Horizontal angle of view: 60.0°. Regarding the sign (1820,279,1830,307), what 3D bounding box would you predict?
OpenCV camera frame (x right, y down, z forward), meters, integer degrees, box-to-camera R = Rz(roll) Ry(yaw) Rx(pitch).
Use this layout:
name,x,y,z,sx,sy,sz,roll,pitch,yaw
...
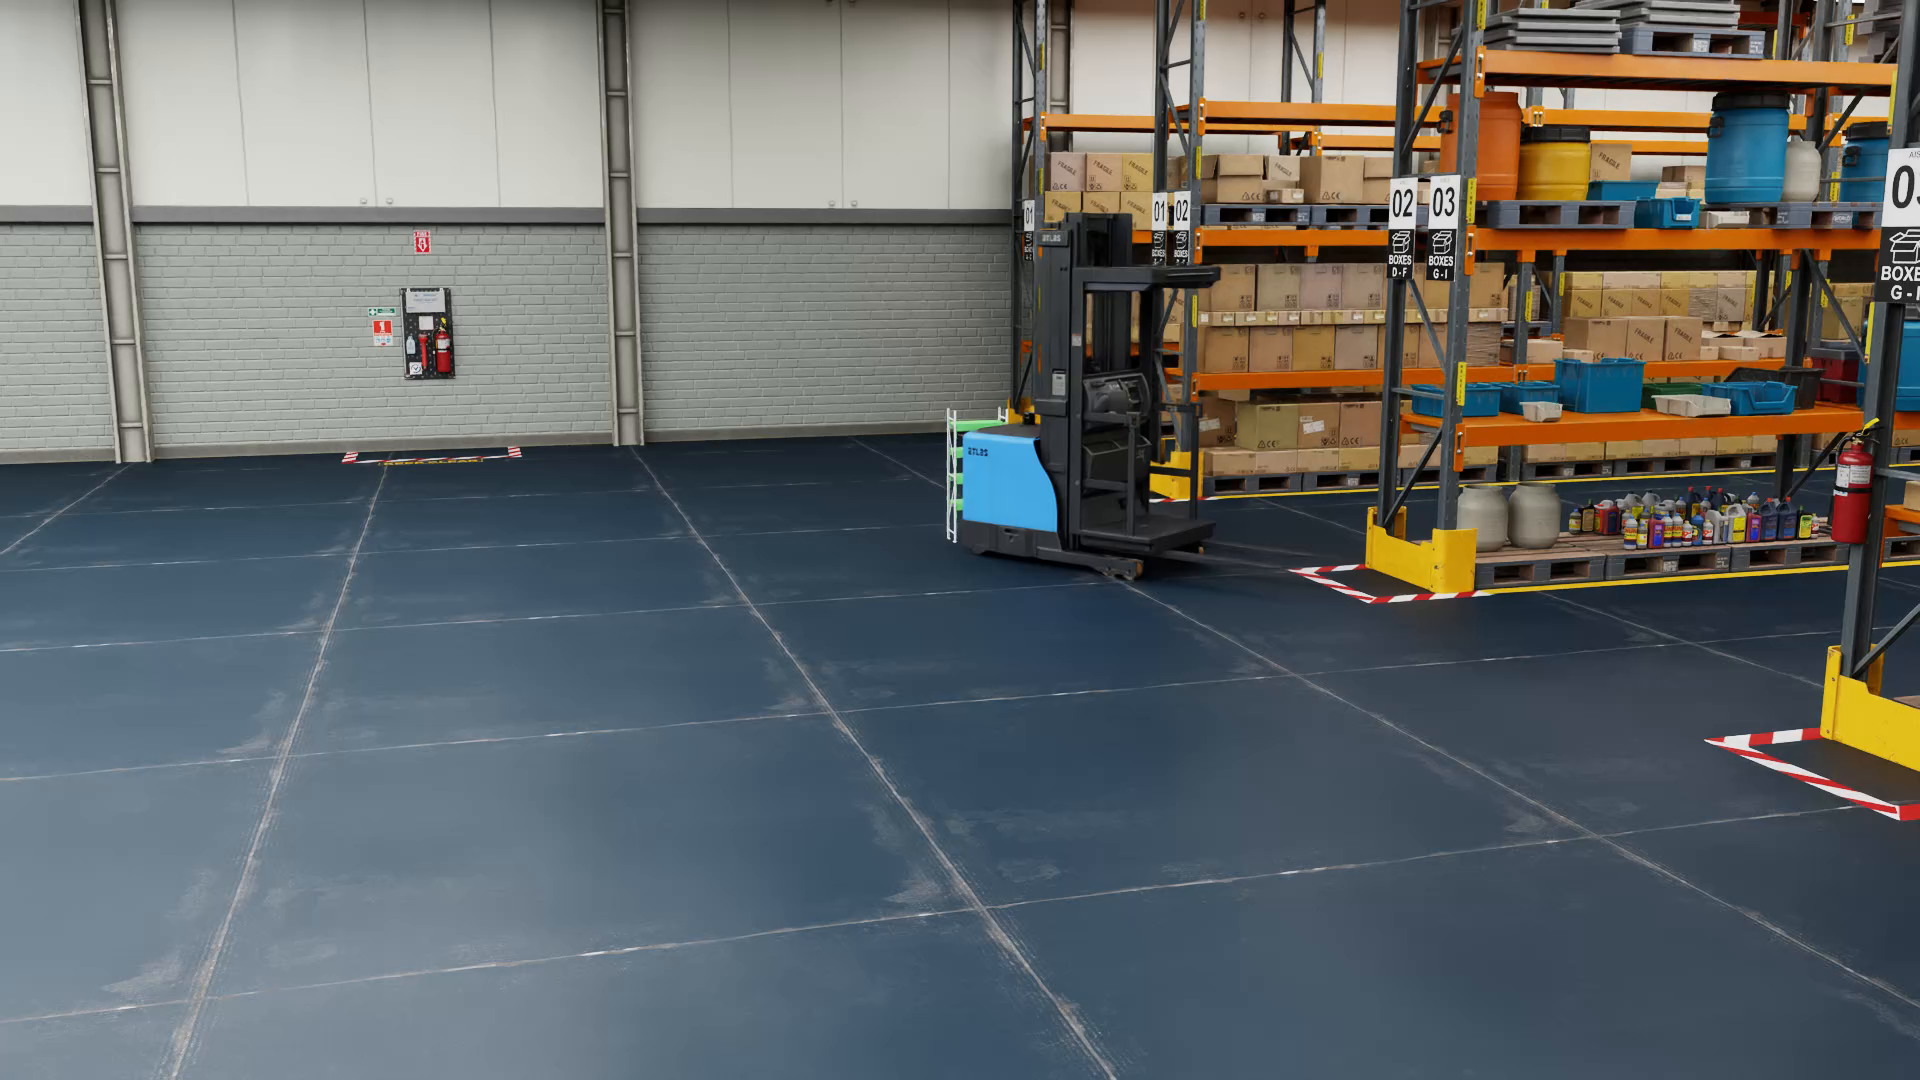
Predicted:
name,x,y,z,sx,sy,sz,roll,pitch,yaw
sign,10.130,-2.891,19.471,0.005,0.325,0.100,-3,11,-16

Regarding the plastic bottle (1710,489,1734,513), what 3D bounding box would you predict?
name,x,y,z,sx,sy,sz,roll,pitch,yaw
plastic bottle,6.661,-0.274,14.555,0.185,0.351,0.144,-3,11,-16

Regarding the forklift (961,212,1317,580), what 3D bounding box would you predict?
name,x,y,z,sx,sy,sz,roll,pitch,yaw
forklift,1.481,-1.224,13.805,3.031,2.935,1.130,8,13,37

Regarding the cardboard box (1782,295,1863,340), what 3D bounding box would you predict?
name,x,y,z,sx,sy,sz,roll,pitch,yaw
cardboard box,10.545,-2.725,20.332,0.500,0.500,0.700,-7,13,-35

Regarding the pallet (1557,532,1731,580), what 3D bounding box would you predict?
name,x,y,z,sx,sy,sz,roll,pitch,yaw
pallet,5.682,0.106,14.090,1.213,0.211,1.003,-3,11,-16

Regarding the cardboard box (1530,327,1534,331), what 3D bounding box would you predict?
name,x,y,z,sx,sy,sz,roll,pitch,yaw
cardboard box,8.825,-3.226,25.128,0.250,0.149,0.380,-3,11,-15

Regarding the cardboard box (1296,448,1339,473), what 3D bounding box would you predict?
name,x,y,z,sx,sy,sz,roll,pitch,yaw
cardboard box,3.827,-0.907,18.327,0.500,0.250,0.500,-3,11,-16

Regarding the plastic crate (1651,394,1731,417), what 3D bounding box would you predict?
name,x,y,z,sx,sy,sz,roll,pitch,yaw
plastic crate,6.024,-1.098,13.660,0.437,0.136,0.530,-3,11,-16

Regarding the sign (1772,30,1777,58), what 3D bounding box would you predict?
name,x,y,z,sx,sy,sz,roll,pitch,yaw
sign,9.811,-5.961,19.974,0.005,0.325,0.100,-3,11,-16

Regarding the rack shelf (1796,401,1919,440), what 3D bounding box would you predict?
name,x,y,z,sx,sy,sz,roll,pitch,yaw
rack shelf,9.432,-1.102,14.936,4.000,0.370,1.077,-3,11,-16

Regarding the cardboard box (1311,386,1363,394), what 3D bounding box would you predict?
name,x,y,z,sx,sy,sz,roll,pitch,yaw
cardboard box,5.445,-2.104,24.081,0.500,0.500,0.700,-3,11,-14

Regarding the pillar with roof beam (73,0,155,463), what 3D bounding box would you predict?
name,x,y,z,sx,sy,sz,roll,pitch,yaw
pillar with roof beam,-8.986,-4.655,15.679,0.400,9.000,9.100,-3,11,-16

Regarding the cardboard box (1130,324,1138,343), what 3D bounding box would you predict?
name,x,y,z,sx,sy,sz,roll,pitch,yaw
cardboard box,2.445,-2.833,22.714,0.500,0.250,0.500,-3,11,-17

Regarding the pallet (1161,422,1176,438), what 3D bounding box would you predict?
name,x,y,z,sx,sy,sz,roll,pitch,yaw
pallet,2.935,-1.603,23.372,1.213,0.211,1.003,-3,11,-16

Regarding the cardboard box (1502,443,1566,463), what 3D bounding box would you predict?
name,x,y,z,sx,sy,sz,roll,pitch,yaw
cardboard box,6.588,-1.047,19.088,0.500,0.250,0.500,-3,11,-17

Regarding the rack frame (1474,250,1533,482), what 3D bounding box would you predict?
name,x,y,z,sx,sy,sz,roll,pitch,yaw
rack frame,6.131,-2.216,19.000,0.127,3.000,1.000,-3,11,-16

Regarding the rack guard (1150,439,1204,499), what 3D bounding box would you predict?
name,x,y,z,sx,sy,sz,roll,pitch,yaw
rack guard,2.268,-0.783,18.120,0.348,0.500,1.175,-3,11,-16

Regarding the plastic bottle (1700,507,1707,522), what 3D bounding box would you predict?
name,x,y,z,sx,sy,sz,roll,pitch,yaw
plastic bottle,6.293,-0.137,13.996,0.133,0.283,0.061,-3,11,-16

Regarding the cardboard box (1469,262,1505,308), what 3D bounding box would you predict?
name,x,y,z,sx,sy,sz,roll,pitch,yaw
cardboard box,5.707,-2.879,18.746,0.500,0.500,0.700,-3,11,-16

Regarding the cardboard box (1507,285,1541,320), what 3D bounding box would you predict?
name,x,y,z,sx,sy,sz,roll,pitch,yaw
cardboard box,8.135,-3.519,24.589,0.500,0.500,0.700,-4,11,-23

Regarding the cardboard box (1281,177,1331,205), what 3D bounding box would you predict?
name,x,y,z,sx,sy,sz,roll,pitch,yaw
cardboard box,3.856,-3.852,18.305,0.500,0.311,0.500,-2,11,-9

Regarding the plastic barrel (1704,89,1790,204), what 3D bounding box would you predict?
name,x,y,z,sx,sy,sz,roll,pitch,yaw
plastic barrel,6.527,-3.251,13.794,0.708,0.901,0.600,-3,11,-16

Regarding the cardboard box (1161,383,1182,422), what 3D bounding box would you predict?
name,x,y,z,sx,sy,sz,roll,pitch,yaw
cardboard box,2.858,-1.938,23.180,0.500,0.500,0.700,-4,11,-20

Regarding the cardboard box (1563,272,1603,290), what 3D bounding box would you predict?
name,x,y,z,sx,sy,sz,roll,pitch,yaw
cardboard box,9.119,-3.833,24.560,0.500,0.250,0.500,-3,11,-15

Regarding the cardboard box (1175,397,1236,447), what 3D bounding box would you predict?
name,x,y,z,sx,sy,sz,roll,pitch,yaw
cardboard box,2.722,-1.315,18.472,0.500,0.500,0.500,-3,11,-16

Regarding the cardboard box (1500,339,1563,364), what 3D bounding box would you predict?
name,x,y,z,sx,sy,sz,roll,pitch,yaw
cardboard box,6.592,-2.174,19.190,0.500,0.250,0.500,-2,11,-12

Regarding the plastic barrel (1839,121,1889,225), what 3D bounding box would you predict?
name,x,y,z,sx,sy,sz,roll,pitch,yaw
plastic barrel,7.940,-3.140,14.349,0.708,0.901,0.600,-3,11,-16

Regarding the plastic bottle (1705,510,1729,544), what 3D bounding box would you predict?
name,x,y,z,sx,sy,sz,roll,pitch,yaw
plastic bottle,6.323,-0.115,13.897,0.135,0.276,0.152,-3,11,-15

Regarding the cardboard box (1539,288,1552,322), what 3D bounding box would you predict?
name,x,y,z,sx,sy,sz,roll,pitch,yaw
cardboard box,8.964,-3.554,25.117,0.500,0.500,0.500,-3,11,-16

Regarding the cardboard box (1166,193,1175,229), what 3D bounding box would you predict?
name,x,y,z,sx,sy,sz,roll,pitch,yaw
cardboard box,2.825,-4.461,22.578,0.500,0.500,0.500,-2,11,-12

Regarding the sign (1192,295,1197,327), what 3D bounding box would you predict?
name,x,y,z,sx,sy,sz,roll,pitch,yaw
sign,2.440,-2.381,17.289,0.005,0.325,0.100,-3,11,-16

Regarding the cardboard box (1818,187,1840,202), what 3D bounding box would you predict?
name,x,y,z,sx,sy,sz,roll,pitch,yaw
cardboard box,10.381,-3.970,19.971,0.500,0.500,0.910,-3,11,-16

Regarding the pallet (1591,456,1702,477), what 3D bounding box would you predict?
name,x,y,z,sx,sy,sz,roll,pitch,yaw
pallet,8.001,-0.951,19.831,1.213,0.211,1.003,-3,11,-16

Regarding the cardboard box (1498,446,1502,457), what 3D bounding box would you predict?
name,x,y,z,sx,sy,sz,roll,pitch,yaw
cardboard box,6.448,-1.141,19.599,0.500,0.250,0.500,-3,11,-16

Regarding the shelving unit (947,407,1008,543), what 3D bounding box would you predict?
name,x,y,z,sx,sy,sz,roll,pitch,yaw
shelving unit,0.159,-0.598,15.187,0.503,1.200,0.258,-3,11,-16

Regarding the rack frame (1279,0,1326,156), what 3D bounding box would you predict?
name,x,y,z,sx,sy,sz,roll,pitch,yaw
rack frame,4.743,-6.027,23.133,0.127,3.000,1.000,-3,11,-16

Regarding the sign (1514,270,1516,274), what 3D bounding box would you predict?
name,x,y,z,sx,sy,sz,roll,pitch,yaw
sign,8.425,-3.945,25.194,0.005,0.325,0.100,-3,11,-16

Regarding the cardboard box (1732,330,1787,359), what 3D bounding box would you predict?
name,x,y,z,sx,sy,sz,roll,pitch,yaw
cardboard box,9.610,-2.363,20.049,0.500,0.311,0.500,-2,11,-12

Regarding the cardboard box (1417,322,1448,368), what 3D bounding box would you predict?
name,x,y,z,sx,sy,sz,roll,pitch,yaw
cardboard box,5.202,-2.213,18.712,0.500,0.500,0.700,-3,11,-17

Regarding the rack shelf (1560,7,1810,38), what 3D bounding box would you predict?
name,x,y,z,sx,sy,sz,roll,pitch,yaw
rack shelf,10.504,-7.611,24.547,4.000,0.370,1.077,-3,11,-16

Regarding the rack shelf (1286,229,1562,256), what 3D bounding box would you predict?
name,x,y,z,sx,sy,sz,roll,pitch,yaw
rack shelf,6.663,-4.299,24.020,4.000,0.370,1.077,-3,11,-16

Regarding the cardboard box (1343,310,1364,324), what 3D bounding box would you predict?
name,x,y,z,sx,sy,sz,roll,pitch,yaw
cardboard box,4.204,-2.441,18.159,0.250,0.149,0.380,-3,11,-15

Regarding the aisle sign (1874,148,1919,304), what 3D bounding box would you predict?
name,x,y,z,sx,sy,sz,roll,pitch,yaw
aisle sign,4.913,-1.618,8.576,0.004,0.787,0.394,-3,11,-16

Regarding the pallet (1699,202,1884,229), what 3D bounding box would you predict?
name,x,y,z,sx,sy,sz,roll,pitch,yaw
pallet,6.847,-2.683,13.777,1.003,0.211,1.213,-3,11,-16

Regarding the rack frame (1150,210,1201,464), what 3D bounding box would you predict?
name,x,y,z,sx,sy,sz,roll,pitch,yaw
rack frame,2.291,-2.013,17.900,0.127,3.000,1.000,-3,11,-16

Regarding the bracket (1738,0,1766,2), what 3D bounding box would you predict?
name,x,y,z,sx,sy,sz,roll,pitch,yaw
bracket,10.065,-8.174,24.854,4.783,0.066,0.076,-3,11,-16

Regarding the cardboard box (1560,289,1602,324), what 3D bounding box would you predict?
name,x,y,z,sx,sy,sz,roll,pitch,yaw
cardboard box,9.122,-3.464,24.630,0.500,0.500,0.500,-3,11,-14

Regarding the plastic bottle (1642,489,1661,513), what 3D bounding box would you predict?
name,x,y,z,sx,sy,sz,roll,pitch,yaw
plastic bottle,6.032,-0.268,14.523,0.185,0.351,0.144,-3,11,-16

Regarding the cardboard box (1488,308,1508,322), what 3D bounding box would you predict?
name,x,y,z,sx,sy,sz,roll,pitch,yaw
cardboard box,5.930,-2.533,18.655,0.250,0.149,0.380,-3,11,-16

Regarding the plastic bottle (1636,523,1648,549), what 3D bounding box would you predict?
name,x,y,z,sx,sy,sz,roll,pitch,yaw
plastic bottle,5.599,-0.035,13.668,0.097,0.201,0.097,0,10,0

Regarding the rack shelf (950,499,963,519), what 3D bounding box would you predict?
name,x,y,z,sx,sy,sz,roll,pitch,yaw
rack shelf,0.159,-0.300,15.242,0.480,0.148,0.258,-3,11,-16
